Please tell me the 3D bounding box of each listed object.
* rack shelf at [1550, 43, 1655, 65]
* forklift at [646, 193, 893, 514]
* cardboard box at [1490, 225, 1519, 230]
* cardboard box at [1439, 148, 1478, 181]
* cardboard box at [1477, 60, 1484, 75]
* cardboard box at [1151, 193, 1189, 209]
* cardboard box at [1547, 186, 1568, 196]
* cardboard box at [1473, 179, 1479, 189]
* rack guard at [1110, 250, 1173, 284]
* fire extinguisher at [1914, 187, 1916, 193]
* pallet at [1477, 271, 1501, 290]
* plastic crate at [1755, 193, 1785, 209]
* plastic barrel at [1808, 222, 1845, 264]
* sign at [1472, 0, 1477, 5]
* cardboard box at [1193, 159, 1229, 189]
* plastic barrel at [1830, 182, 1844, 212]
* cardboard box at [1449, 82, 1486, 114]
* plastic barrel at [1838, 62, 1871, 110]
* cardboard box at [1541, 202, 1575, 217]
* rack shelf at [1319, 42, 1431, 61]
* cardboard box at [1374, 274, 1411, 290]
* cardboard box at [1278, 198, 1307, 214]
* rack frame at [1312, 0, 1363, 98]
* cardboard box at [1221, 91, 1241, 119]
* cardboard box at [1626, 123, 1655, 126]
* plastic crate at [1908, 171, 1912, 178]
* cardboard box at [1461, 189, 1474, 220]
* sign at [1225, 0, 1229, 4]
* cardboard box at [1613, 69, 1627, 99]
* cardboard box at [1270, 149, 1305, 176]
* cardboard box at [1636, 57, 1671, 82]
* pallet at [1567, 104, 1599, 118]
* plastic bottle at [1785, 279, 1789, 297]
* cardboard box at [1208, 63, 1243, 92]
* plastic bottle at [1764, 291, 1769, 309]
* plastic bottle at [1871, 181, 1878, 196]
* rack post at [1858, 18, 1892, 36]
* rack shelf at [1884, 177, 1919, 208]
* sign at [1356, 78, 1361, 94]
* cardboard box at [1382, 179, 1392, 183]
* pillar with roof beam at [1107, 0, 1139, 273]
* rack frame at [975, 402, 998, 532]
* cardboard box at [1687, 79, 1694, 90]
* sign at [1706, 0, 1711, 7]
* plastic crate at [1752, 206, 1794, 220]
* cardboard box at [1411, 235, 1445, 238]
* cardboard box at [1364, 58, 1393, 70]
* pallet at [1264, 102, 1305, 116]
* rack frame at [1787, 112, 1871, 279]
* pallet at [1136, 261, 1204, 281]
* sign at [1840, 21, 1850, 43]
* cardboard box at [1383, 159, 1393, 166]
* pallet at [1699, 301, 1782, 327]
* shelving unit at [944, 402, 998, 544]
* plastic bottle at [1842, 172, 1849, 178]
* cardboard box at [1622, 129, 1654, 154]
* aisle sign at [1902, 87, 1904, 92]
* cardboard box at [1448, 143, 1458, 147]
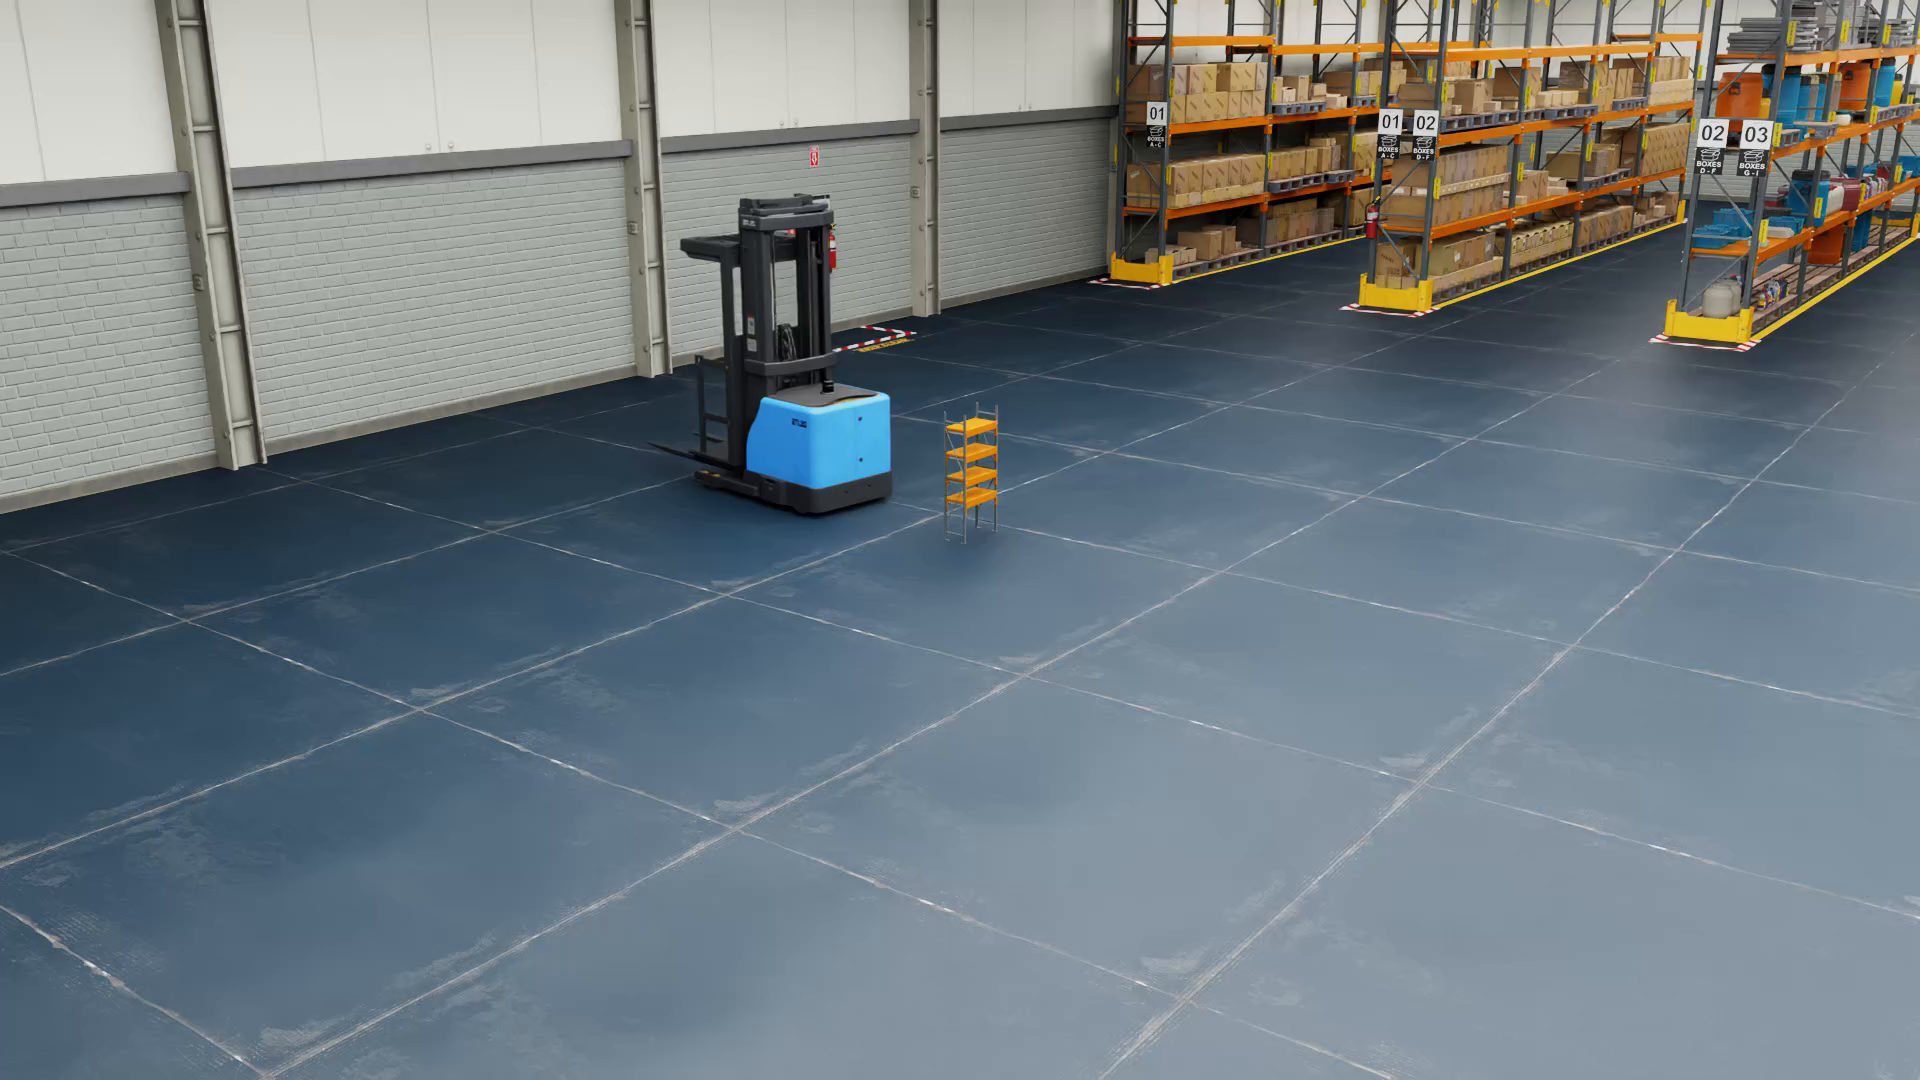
[{"bbox_3d":[13.236,-10.050,34.328,1.077,0.370,4.000,12,21,35],"label":"rack shelf"},{"bbox_3d":[-2.071,-2.001,16.751,3.031,2.935,1.130,16,24,42],"label":"forklift"},{"bbox_3d":[10.579,-5.956,32.353,0.500,0.311,0.500,12,21,34],"label":"cardboard box"},{"bbox_3d":[8.505,-6.493,28.743,0.700,0.500,0.500,12,21,35],"label":"cardboard box"},{"bbox_3d":[12.614,-11.768,41.142,0.500,0.500,0.500,12,21,35],"label":"cardboard box"},{"bbox_3d":[3.843,-6.211,30.410,0.500,0.250,0.500,12,21,33],"label":"cardboard box"},{"bbox_3d":[11.731,-6.860,32.708,0.380,0.149,0.250,12,21,35],"label":"cardboard box"},{"bbox_3d":[8.758,-6.180,28.830,0.380,0.149,0.250,13,22,36],"label":"cardboard box"},{"bbox_3d":[3.343,-5.037,30.626,1.175,0.500,0.348,12,21,35],"label":"rack guard"},{"bbox_3d":[21.242,-8.013,36.756,0.296,0.674,0.183,12,21,35],"label":"fire extinguisher"},{"bbox_3d":[9.154,-4.777,30.277,1.003,0.211,1.213,12,21,35],"label":"pallet"},{"bbox_3d":[13.680,-5.614,28.164,0.402,0.464,0.583,12,21,35],"label":"plastic crate"},{"bbox_3d":[16.298,-5.651,31.340,0.600,0.830,0.708,12,21,35],"label":"plastic barrel"},{"bbox_3d":[9.218,-9.733,29.709,0.100,0.325,0.005,12,21,35],"label":"sign"},{"bbox_3d":[4.736,-6.932,31.469,0.500,0.500,0.500,13,22,36],"label":"cardboard box"},{"bbox_3d":[15.579,-6.138,29.769,0.421,0.512,0.421,0,17,0],"label":"plastic barrel"},{"bbox_3d":[8.487,-7.433,27.957,0.500,0.500,0.500,12,21,35],"label":"cardboard box"},{"bbox_3d":[16.361,-8.340,30.559,0.600,0.830,0.708,12,21,35],"label":"plastic barrel"},{"bbox_3d":[12.443,-6.896,34.608,0.500,0.250,0.500,13,22,37],"label":"cardboard box"},{"bbox_3d":[9.256,-10.925,37.144,1.077,0.370,4.000,12,21,35],"label":"rack shelf"},{"bbox_3d":[7.360,-4.405,28.306,0.500,0.250,0.500,12,21,35],"label":"cardboard box"},{"bbox_3d":[6.984,-7.064,35.147,0.500,0.250,0.500,12,21,34],"label":"cardboard box"},{"bbox_3d":[8.064,-10.983,35.444,1.000,3.000,0.127,12,21,35],"label":"rack frame"},{"bbox_3d":[4.967,-8.234,31.448,0.500,0.500,0.500,11,21,33],"label":"cardboard box"},{"bbox_3d":[15.728,-9.371,38.514,0.500,0.500,0.500,13,21,35],"label":"cardboard box"},{"bbox_3d":[20.447,-7.949,36.133,0.396,0.136,0.243,12,21,35],"label":"plastic crate"},{"bbox_3d":[8.486,-5.864,28.906,0.700,0.500,0.500,13,22,36],"label":"cardboard box"},{"bbox_3d":[5.231,-10.649,32.525,0.100,0.325,0.005,12,21,35],"label":"sign"},{"bbox_3d":[13.689,-9.655,35.178,0.600,0.600,0.600,12,21,34],"label":"cardboard box"},{"bbox_3d":[6.717,-7.832,34.504,0.700,0.500,0.500,16,24,42],"label":"cardboard box"},{"bbox_3d":[15.392,-10.491,37.062,0.700,0.500,0.500,12,21,35],"label":"cardboard box"},{"bbox_3d":[11.712,-8.408,32.529,1.213,0.211,1.003,14,22,37],"label":"pallet"},{"bbox_3d":[13.615,-4.155,27.409,0.061,0.283,0.133,14,22,37],"label":"plastic bottle"},{"bbox_3d":[4.979,-8.707,31.283,0.500,0.500,0.500,12,21,33],"label":"cardboard box"},{"bbox_3d":[12.734,-3.802,26.274,0.061,0.283,0.133,13,21,36],"label":"plastic bottle"},{"bbox_3d":[17.910,-6.903,32.629,0.152,0.276,0.135,12,21,35],"label":"plastic bottle"},{"bbox_3d":[16.419,-9.376,30.396,0.954,0.300,0.937,12,21,35],"label":"rack post"},{"bbox_3d":[19.595,-7.453,35.404,1.077,0.370,4.000,12,21,35],"label":"rack shelf"},{"bbox_3d":[8.499,-9.701,35.501,0.100,0.325,0.005,12,21,35],"label":"sign"},{"bbox_3d":[10.164,-8.067,39.085,0.750,0.750,0.750,13,21,35],"label":"cardboard box"},{"bbox_3d":[6.477,-8.636,27.887,9.100,9.000,0.400,12,21,35],"label":"pillar with roof beam"},{"bbox_3d":[0.244,-0.671,15.386,0.240,1.200,0.015,12,21,35],"label":"rack frame"},{"bbox_3d":[16.710,-10.581,38.617,0.500,0.250,0.500,12,21,35],"label":"cardboard box"},{"bbox_3d":[17.245,-12.433,38.270,0.100,0.325,0.005,12,21,35],"label":"sign"},{"bbox_3d":[13.223,-5.283,27.308,0.767,0.338,0.504,12,21,35],"label":"plastic crate"},{"bbox_3d":[8.241,-5.123,29.355,0.500,0.500,0.500,12,21,35],"label":"cardboard box"},{"bbox_3d":[9.501,-10.799,37.733,0.500,0.250,0.500,12,21,33],"label":"cardboard box"},{"bbox_3d":[6.134,-8.636,33.261,1.213,0.211,1.003,12,21,35],"label":"pallet"},{"bbox_3d":[16.020,-6.367,30.696,1.000,3.000,0.127,12,21,35],"label":"rack frame"},{"bbox_3d":[3.855,-5.086,31.272,1.003,0.211,1.213,12,21,35],"label":"pallet"},{"bbox_3d":[14.072,-8.080,26.448,0.100,0.325,0.005,12,21,35],"label":"sign"},{"bbox_3d":[9.479,-8.754,37.678,0.500,0.500,0.500,13,22,36],"label":"cardboard box"},{"bbox_3d":[12.477,-3.638,26.610,1.003,0.211,1.213,12,21,35],"label":"pallet"},{"bbox_3d":[0.099,-0.612,15.199,0.258,1.200,0.503,12,21,35],"label":"shelving unit"},{"bbox_3d":[17.910,-7.260,33.655,0.144,0.351,0.185,12,21,35],"label":"plastic bottle"},{"bbox_3d":[14.935,-8.784,36.623,0.500,0.500,0.500,13,22,36],"label":"cardboard box"},{"bbox_3d":[20.591,-9.584,36.670,0.394,0.787,0.004,12,21,35],"label":"aisle sign"},{"bbox_3d":[11.649,-9.688,40.884,0.980,0.700,0.700,11,20,32],"label":"cardboard box"}]
